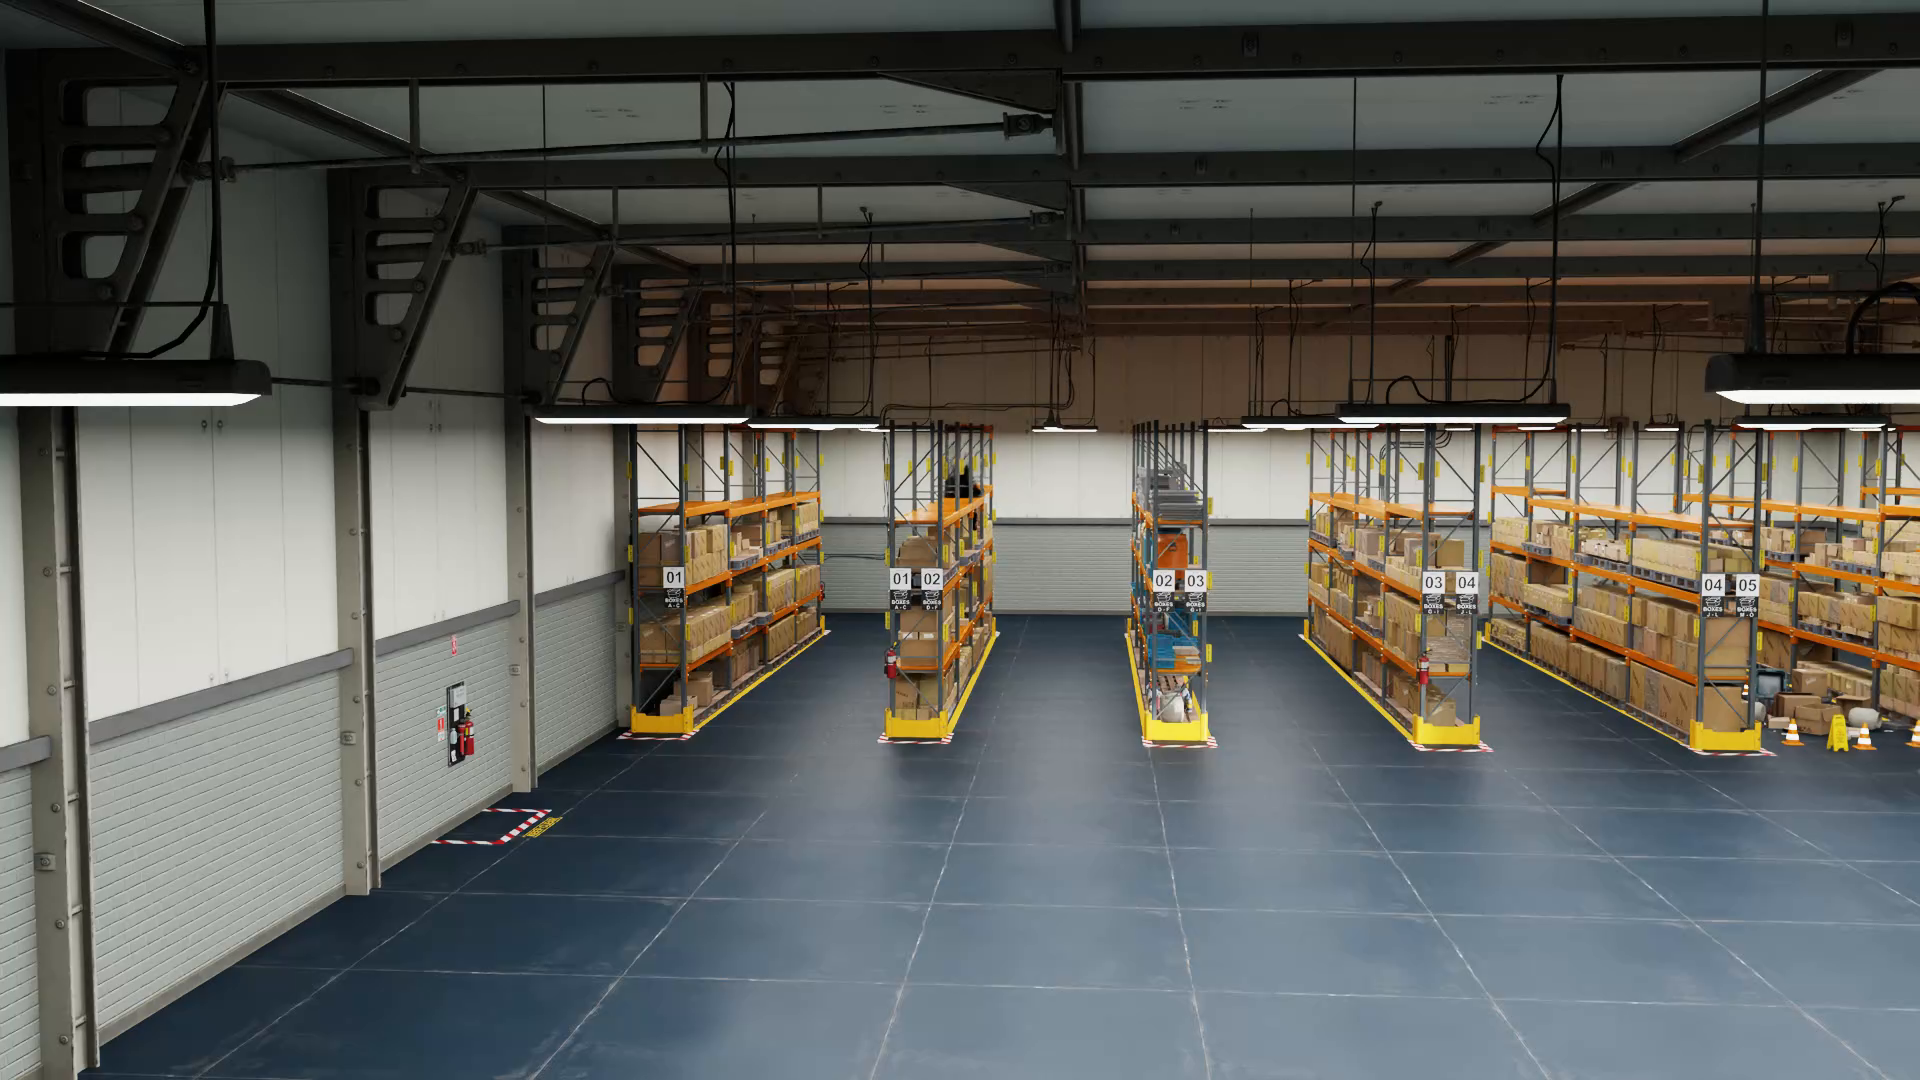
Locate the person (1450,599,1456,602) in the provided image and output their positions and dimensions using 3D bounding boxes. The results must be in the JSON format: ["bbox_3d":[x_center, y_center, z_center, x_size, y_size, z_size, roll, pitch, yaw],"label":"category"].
[{"bbox_3d":[14.056,1.964,47.309,0.687,1.539,0.807,-3,5,-42],"label":"person"}]

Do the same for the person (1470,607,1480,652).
[{"bbox_3d":[13.210,2.192,43.115,0.573,1.603,0.544,0,4,5],"label":"person"}]

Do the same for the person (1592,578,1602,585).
[{"bbox_3d":[18.146,1.916,47.257,0.695,1.682,0.622,0,4,3],"label":"person"}]
